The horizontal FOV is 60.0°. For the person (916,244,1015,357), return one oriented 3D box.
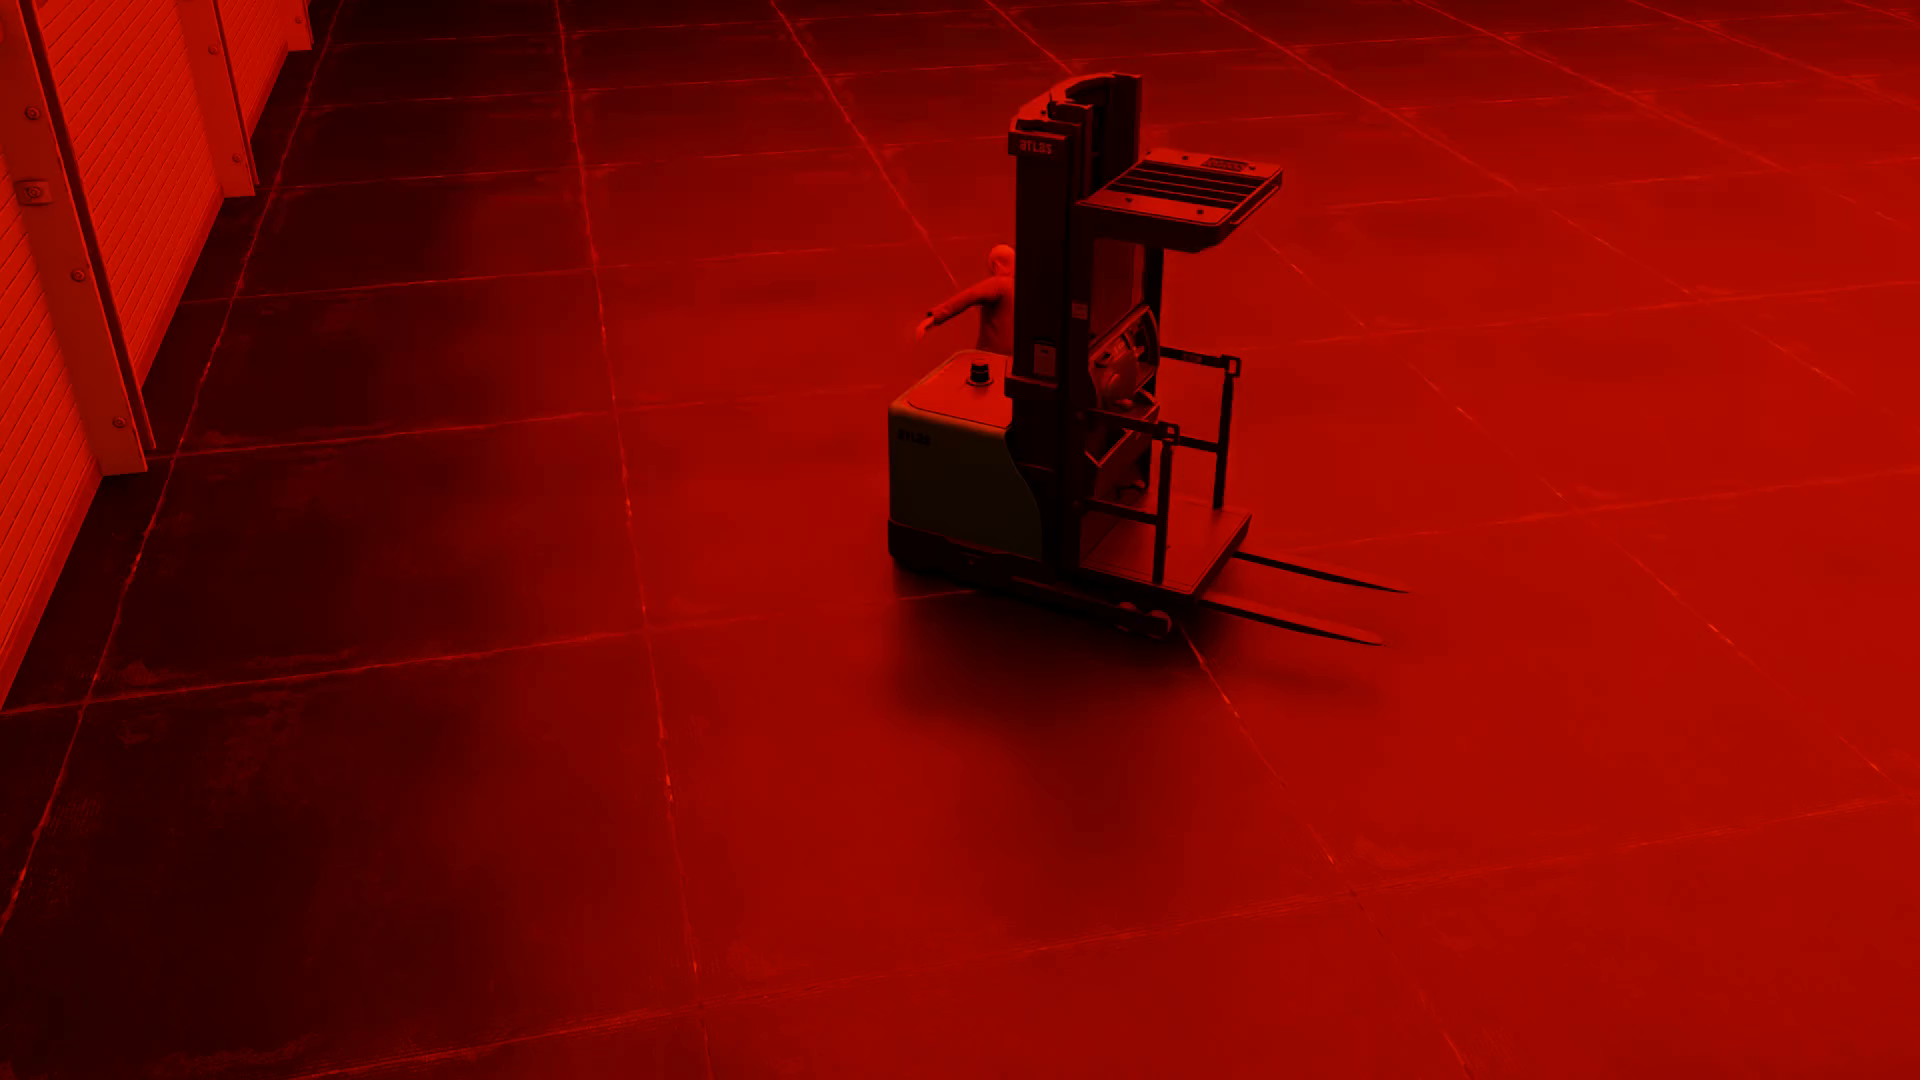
[{"bbox_3d":[0.197,-1.126,10.970,1.232,1.508,0.787,-16,34,-25],"label":"person"}]

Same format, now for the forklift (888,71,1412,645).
[{"bbox_3d":[1.108,-1.003,9.308,3.031,2.935,1.130,15,33,24],"label":"forklift"}]
